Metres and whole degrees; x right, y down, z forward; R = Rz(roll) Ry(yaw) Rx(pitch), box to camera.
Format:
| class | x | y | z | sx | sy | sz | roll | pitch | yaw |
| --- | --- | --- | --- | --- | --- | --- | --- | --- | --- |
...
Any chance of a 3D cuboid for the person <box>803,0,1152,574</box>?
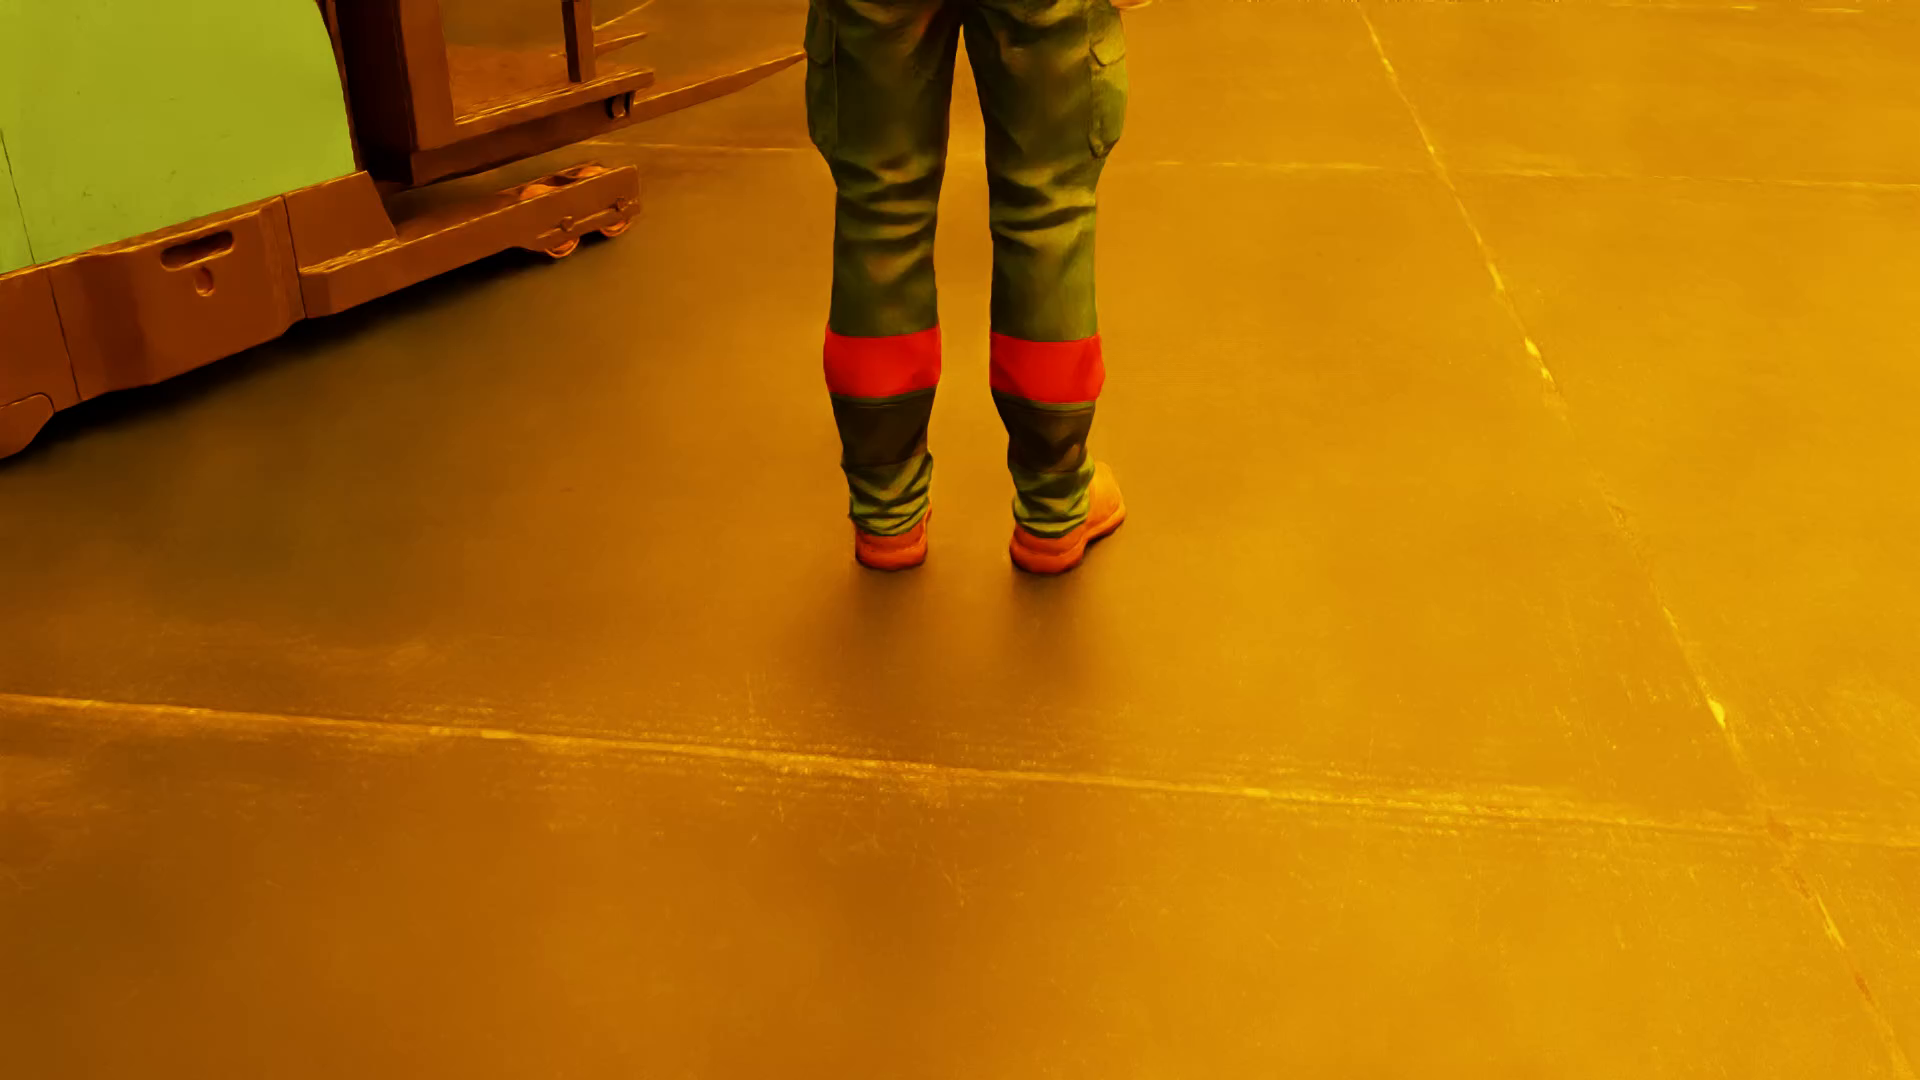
| class | x | y | z | sx | sy | sz | roll | pitch | yaw |
| --- | --- | --- | --- | --- | --- | --- | --- | --- | --- |
| person | 0.002 | -0.811 | 2.119 | 0.540 | 1.795 | 0.349 | 3 | 27 | 7 |

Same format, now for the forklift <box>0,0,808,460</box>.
| class | x | y | z | sx | sy | sz | roll | pitch | yaw |
| --- | --- | --- | --- | --- | --- | --- | --- | --- | --- |
| forklift | -1.419 | -2.035 | 3.295 | 1.130 | 2.935 | 3.031 | 13 | 29 | 24 |
